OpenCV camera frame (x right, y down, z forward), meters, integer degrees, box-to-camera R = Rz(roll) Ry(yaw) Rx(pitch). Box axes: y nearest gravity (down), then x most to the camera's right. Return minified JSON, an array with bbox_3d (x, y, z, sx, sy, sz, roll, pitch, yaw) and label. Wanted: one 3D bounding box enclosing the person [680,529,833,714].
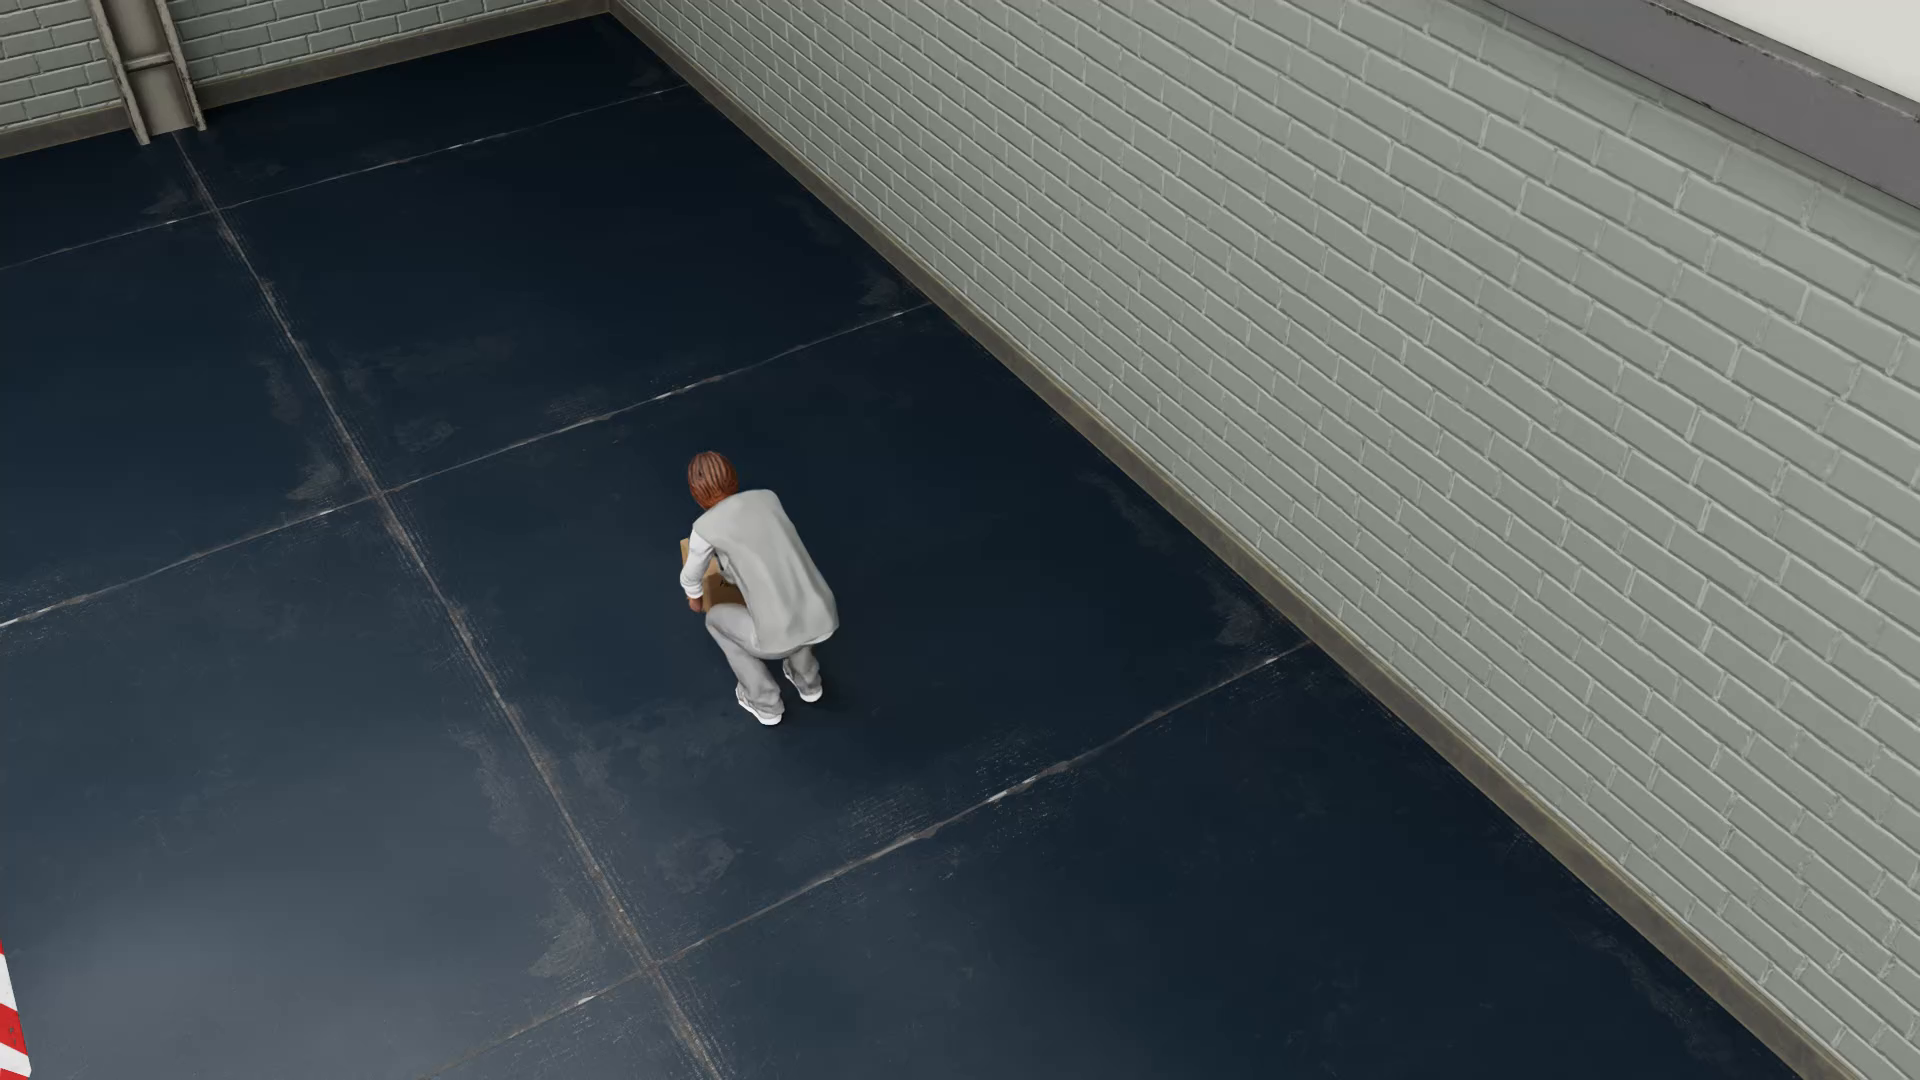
[{"bbox_3d":[-0.742,0.265,6.338,0.452,0.833,0.628,-23,46,-24],"label":"person"}]
